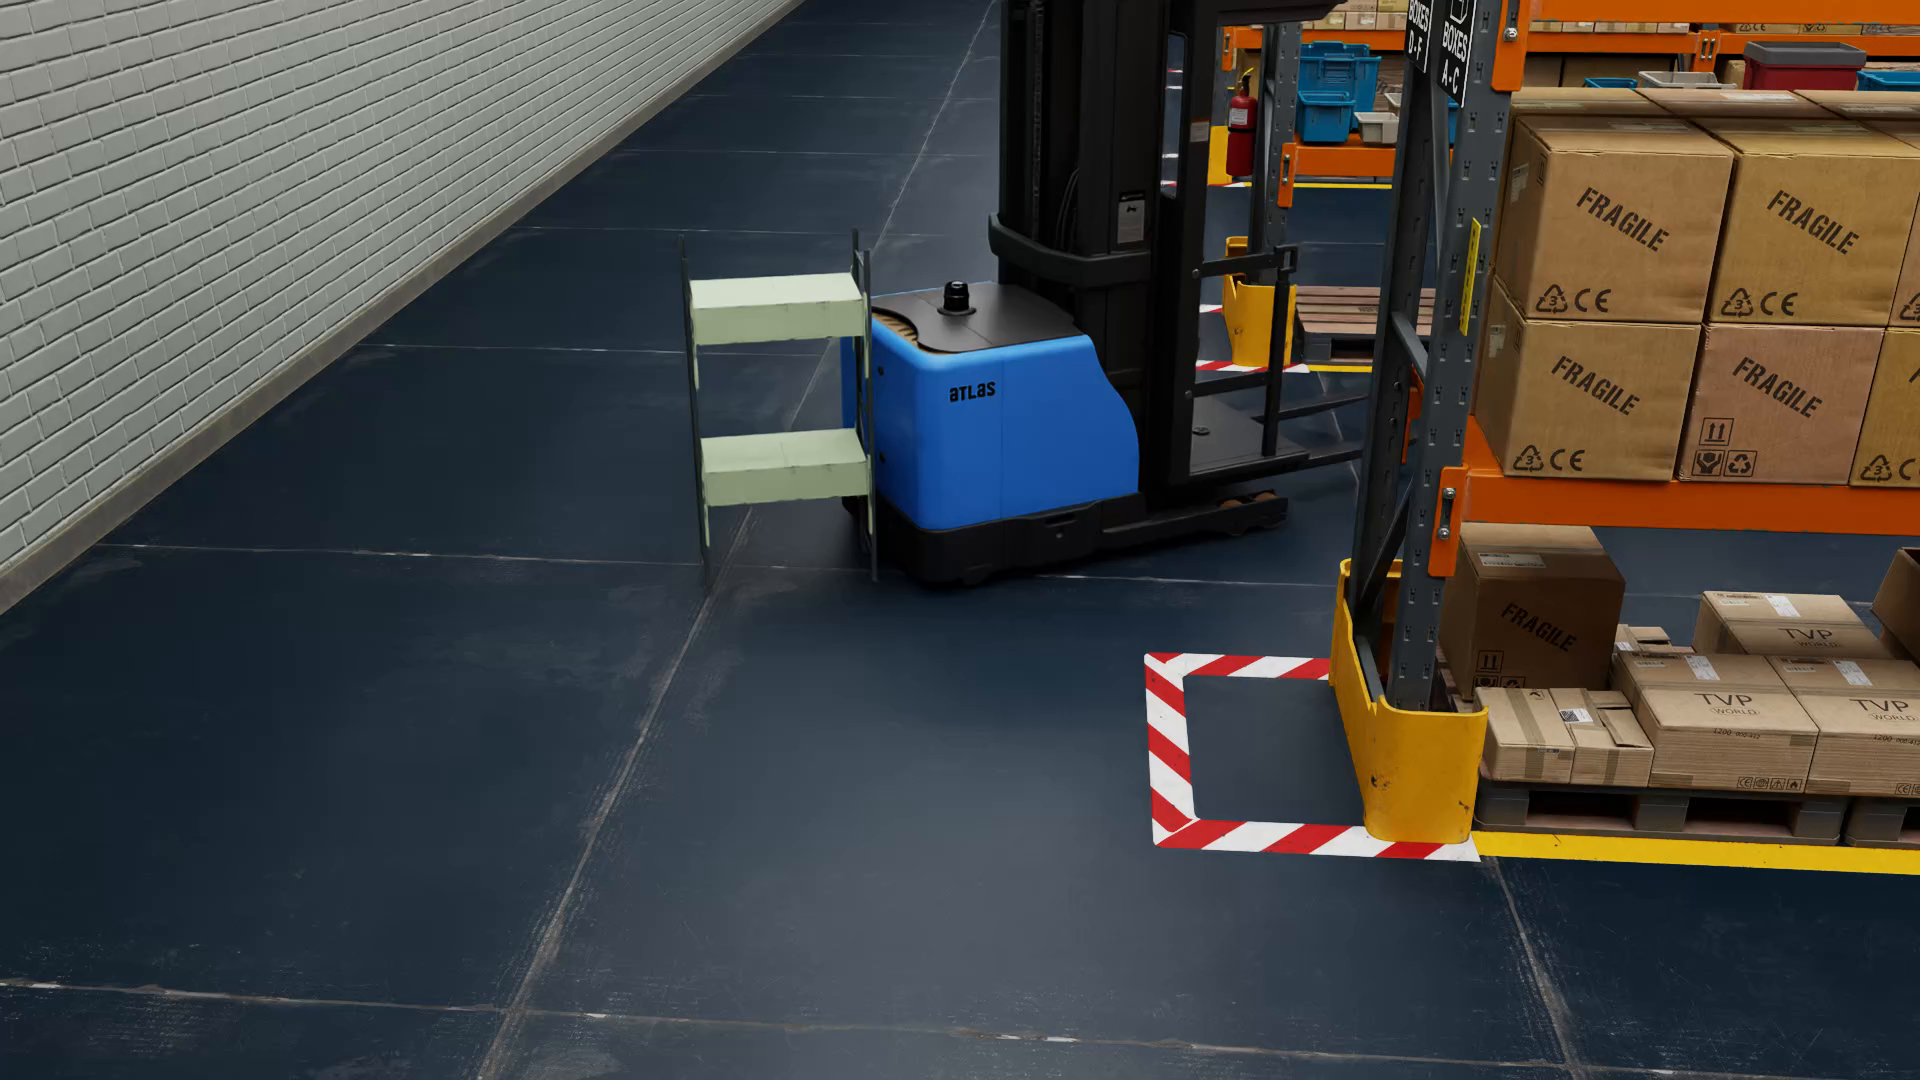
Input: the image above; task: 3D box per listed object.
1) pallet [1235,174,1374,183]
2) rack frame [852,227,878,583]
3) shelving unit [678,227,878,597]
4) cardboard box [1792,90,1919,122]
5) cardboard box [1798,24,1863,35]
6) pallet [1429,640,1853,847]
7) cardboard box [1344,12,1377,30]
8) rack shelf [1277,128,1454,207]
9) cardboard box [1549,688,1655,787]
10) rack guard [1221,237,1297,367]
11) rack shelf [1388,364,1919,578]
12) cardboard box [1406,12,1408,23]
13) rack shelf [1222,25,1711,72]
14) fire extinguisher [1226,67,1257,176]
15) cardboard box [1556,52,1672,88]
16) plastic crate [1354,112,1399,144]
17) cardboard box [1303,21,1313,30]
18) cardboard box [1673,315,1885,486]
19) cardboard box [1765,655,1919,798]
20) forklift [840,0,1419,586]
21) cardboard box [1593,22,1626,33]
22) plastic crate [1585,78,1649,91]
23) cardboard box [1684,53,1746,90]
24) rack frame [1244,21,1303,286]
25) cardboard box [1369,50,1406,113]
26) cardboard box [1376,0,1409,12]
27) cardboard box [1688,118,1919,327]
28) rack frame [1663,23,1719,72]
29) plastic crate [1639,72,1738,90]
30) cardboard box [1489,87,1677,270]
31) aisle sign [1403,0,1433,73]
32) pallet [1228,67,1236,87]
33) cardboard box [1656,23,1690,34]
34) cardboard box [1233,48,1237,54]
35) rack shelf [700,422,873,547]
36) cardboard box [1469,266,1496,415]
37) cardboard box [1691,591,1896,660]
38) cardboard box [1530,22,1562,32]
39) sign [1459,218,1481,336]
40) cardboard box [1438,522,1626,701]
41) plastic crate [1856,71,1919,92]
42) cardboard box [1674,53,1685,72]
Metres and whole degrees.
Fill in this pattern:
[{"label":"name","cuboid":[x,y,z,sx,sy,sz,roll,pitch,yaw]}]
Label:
[{"label":"pallet","cuboid":[3.080,-3.462,15.054,1.213,0.211,1.003,2,25,4]},{"label":"rack frame","cuboid":[-0.414,-0.575,7.238,0.023,1.500,0.400,-5,25,-10]},{"label":"shelving unit","cuboid":[-0.774,-0.546,7.176,0.755,1.500,0.431,-5,25,-10]},{"label":"cardboard box","cuboid":[3.001,-1.162,5.405,0.500,0.500,0.500,3,25,5]},{"label":"cardboard box","cuboid":[7.206,-4.504,13.864,0.500,0.500,0.500,2,25,4]},{"label":"pallet","cuboid":[2.386,0.702,6.006,1.213,0.211,1.003,2,25,4]},{"label":"cardboard box","cuboid":[3.377,-4.435,14.134,0.250,0.149,0.380,1,25,3]},{"label":"rack shelf","cuboid":[3.892,-2.266,9.981,4.000,0.370,1.077,2,25,4]},{"label":"cardboard box","cuboid":[2.155,0.659,5.626,0.250,0.166,0.380,2,25,4]},{"label":"rack guard","cuboid":[1.873,-1.517,10.482,0.348,0.500,1.175,2,25,4]},{"label":"rack shelf","cuboid":[3.509,-0.202,5.495,4.000,0.370,1.077,2,25,4]},{"label":"cardboard box","cuboid":[3.888,-4.418,14.098,0.250,0.149,0.380,2,25,3]},{"label":"rack shelf","cuboid":[4.271,-4.331,14.467,4.000,0.370,1.077,2,25,4]},{"label":"fire extinguisher","cuboid":[1.782,-2.647,10.486,0.183,0.674,0.296,2,25,4]},{"label":"cardboard box","cuboid":[5.613,-3.873,14.652,0.875,0.875,0.875,2,25,4]},{"label":"plastic crate","cuboid":[2.432,-2.375,9.600,0.298,0.136,0.250,2,25,4]},{"label":"cardboard box","cuboid":[2.862,-4.451,14.168,0.250,0.149,0.380,1,25,3]},{"label":"cardboard box","cuboid":[2.452,-0.500,5.162,0.500,0.500,0.500,2,25,3]},{"label":"cardboard box","cuboid":[3.032,0.624,5.602,0.500,0.250,0.500,2,25,4]},{"label":"forklift","cuboid":[0.991,-1.538,7.620,3.031,2.935,1.130,-11,27,-23]},{"label":"cardboard box","cuboid":[5.424,-4.369,13.990,0.250,0.149,0.380,1,25,3]},{"label":"plastic crate","cuboid":[3.965,-2.649,10.082,0.300,0.233,0.416,2,25,4]},{"label":"cardboard box","cuboid":[6.905,-3.807,14.508,0.875,0.875,1.225,2,25,4]},{"label":"rack frame","cuboid":[1.898,-2.657,9.970,0.127,3.000,1.000,2,25,4]},{"label":"cardboard box","cuboid":[3.829,-3.931,14.777,0.875,0.875,0.875,2,25,4]},{"label":"cardboard box","cuboid":[3.754,-4.629,14.079,0.500,0.250,0.500,1,25,2]},{"label":"cardboard box","cuboid":[2.459,-0.955,4.954,0.500,0.500,0.500,2,25,5]},{"label":"rack frame","cuboid":[6.265,-4.593,14.178,0.127,3.000,1.000,2,25,4]},{"label":"plastic crate","cuboid":[4.378,-2.628,9.977,0.530,0.282,0.437,2,25,4]},{"label":"cardboard box","cuboid":[1.980,-1.193,5.472,0.500,0.500,0.500,2,25,4]},{"label":"aisle sign","cuboid":[1.470,-1.904,5.222,0.004,0.787,0.394,2,25,4]},{"label":"pallet","cuboid":[3.641,-5.475,19.431,1.213,0.211,1.003,2,25,4]},{"label":"cardboard box","cuboid":[5.936,-4.352,13.955,0.250,0.149,0.380,2,25,4]},{"label":"cardboard box","cuboid":[3.260,-5.692,19.119,0.250,0.149,0.380,3,25,6]},{"label":"rack shelf","cuboid":[-0.774,-0.250,7.312,0.720,0.370,0.431,-5,25,-10]},{"label":"cardboard box","cuboid":[1.982,-0.737,5.678,0.500,0.500,0.500,3,25,6]},{"label":"cardboard box","cuboid":[3.021,0.414,6.058,0.500,0.250,0.500,2,25,4]},{"label":"cardboard box","cuboid":[4.910,-4.385,14.026,0.250,0.149,0.380,2,25,5]},{"label":"sign","cuboid":[1.473,-0.760,4.811,0.005,0.325,0.100,2,25,4]},{"label":"cardboard box","cuboid":[2.076,0.258,6.099,0.500,0.500,0.500,2,25,4]},{"label":"plastic crate","cuboid":[5.394,-2.422,9.406,0.575,0.384,0.392,2,25,4]},{"label":"cardboard box","cuboid":[7.990,-5.562,18.771,0.500,0.500,0.500,3,25,6]}]
